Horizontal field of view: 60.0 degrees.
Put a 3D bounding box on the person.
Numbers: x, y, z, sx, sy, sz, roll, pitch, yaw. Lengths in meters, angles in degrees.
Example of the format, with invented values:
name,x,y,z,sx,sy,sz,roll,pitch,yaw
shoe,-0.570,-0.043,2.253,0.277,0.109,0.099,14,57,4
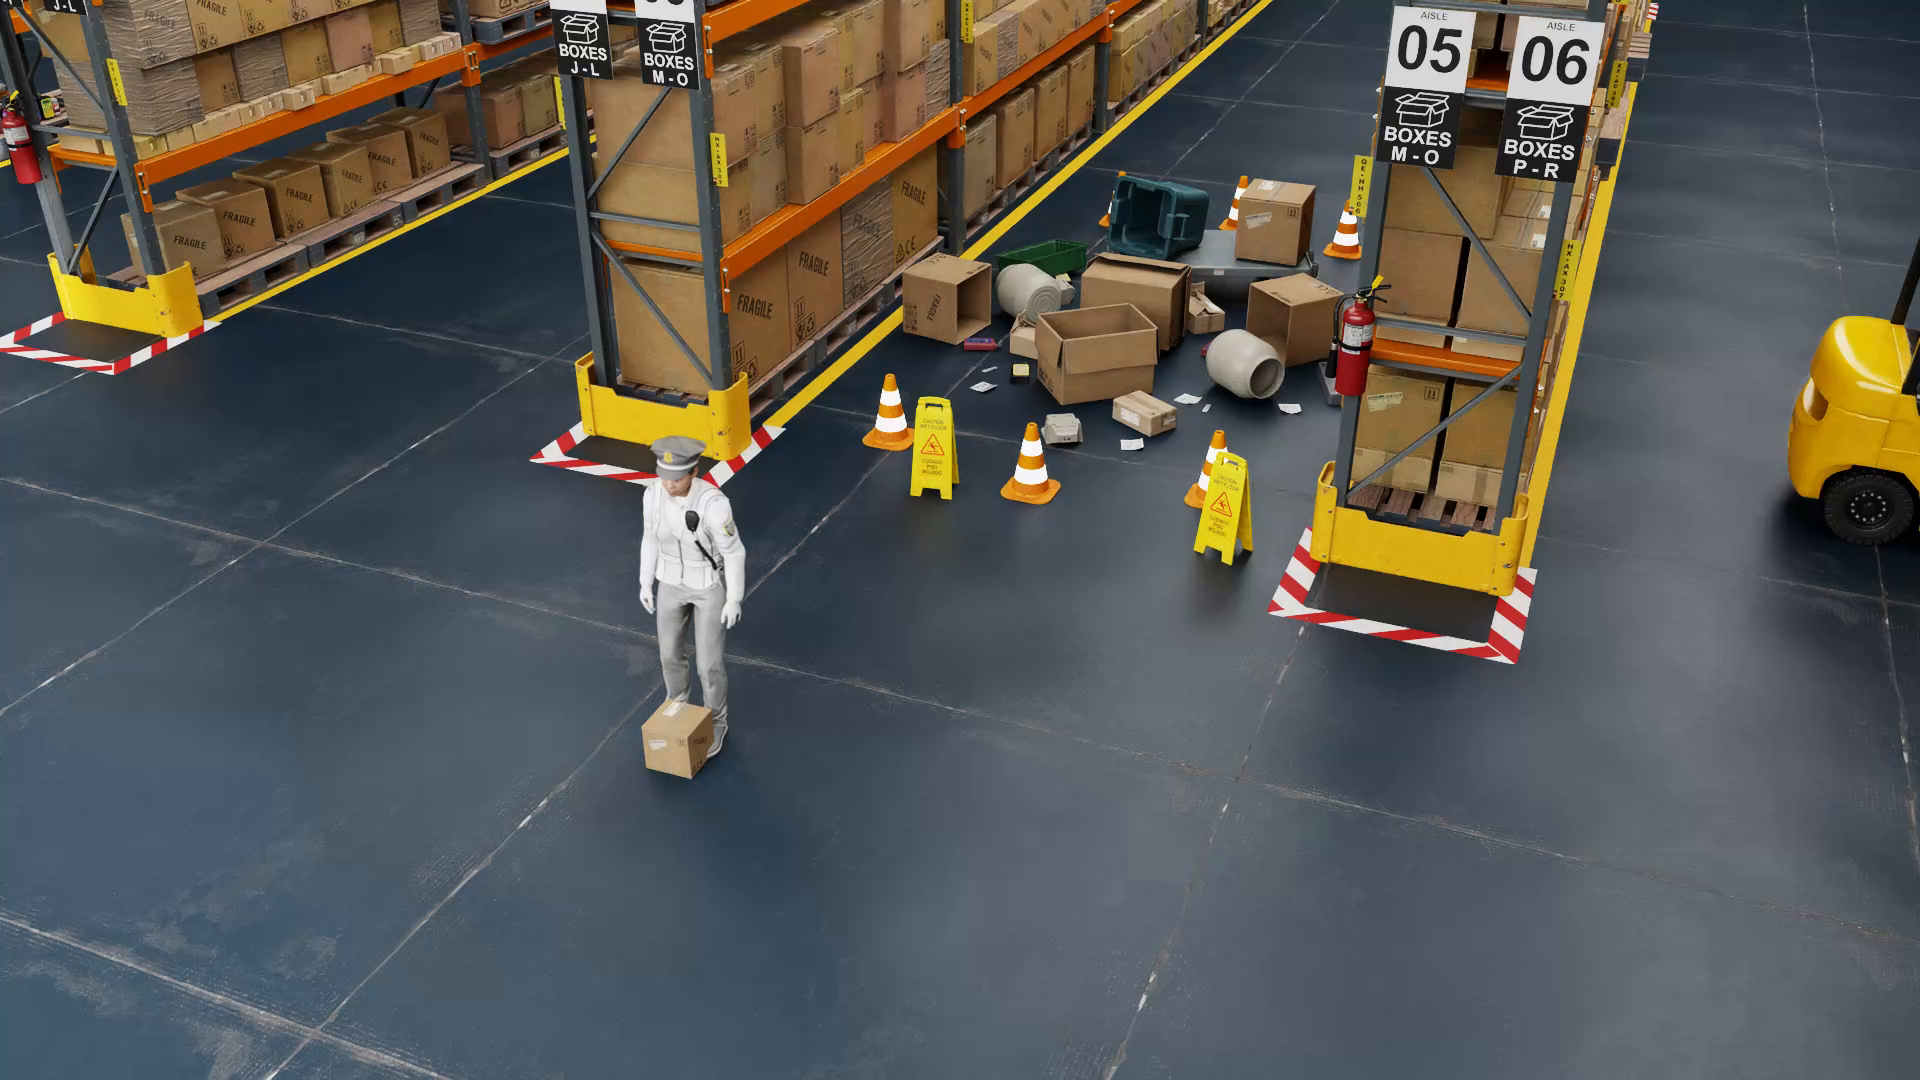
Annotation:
name,x,y,z,sx,sy,sz,roll,pitch,yaw
person,-1.286,0.254,7.940,0.547,1.667,0.409,10,31,16
